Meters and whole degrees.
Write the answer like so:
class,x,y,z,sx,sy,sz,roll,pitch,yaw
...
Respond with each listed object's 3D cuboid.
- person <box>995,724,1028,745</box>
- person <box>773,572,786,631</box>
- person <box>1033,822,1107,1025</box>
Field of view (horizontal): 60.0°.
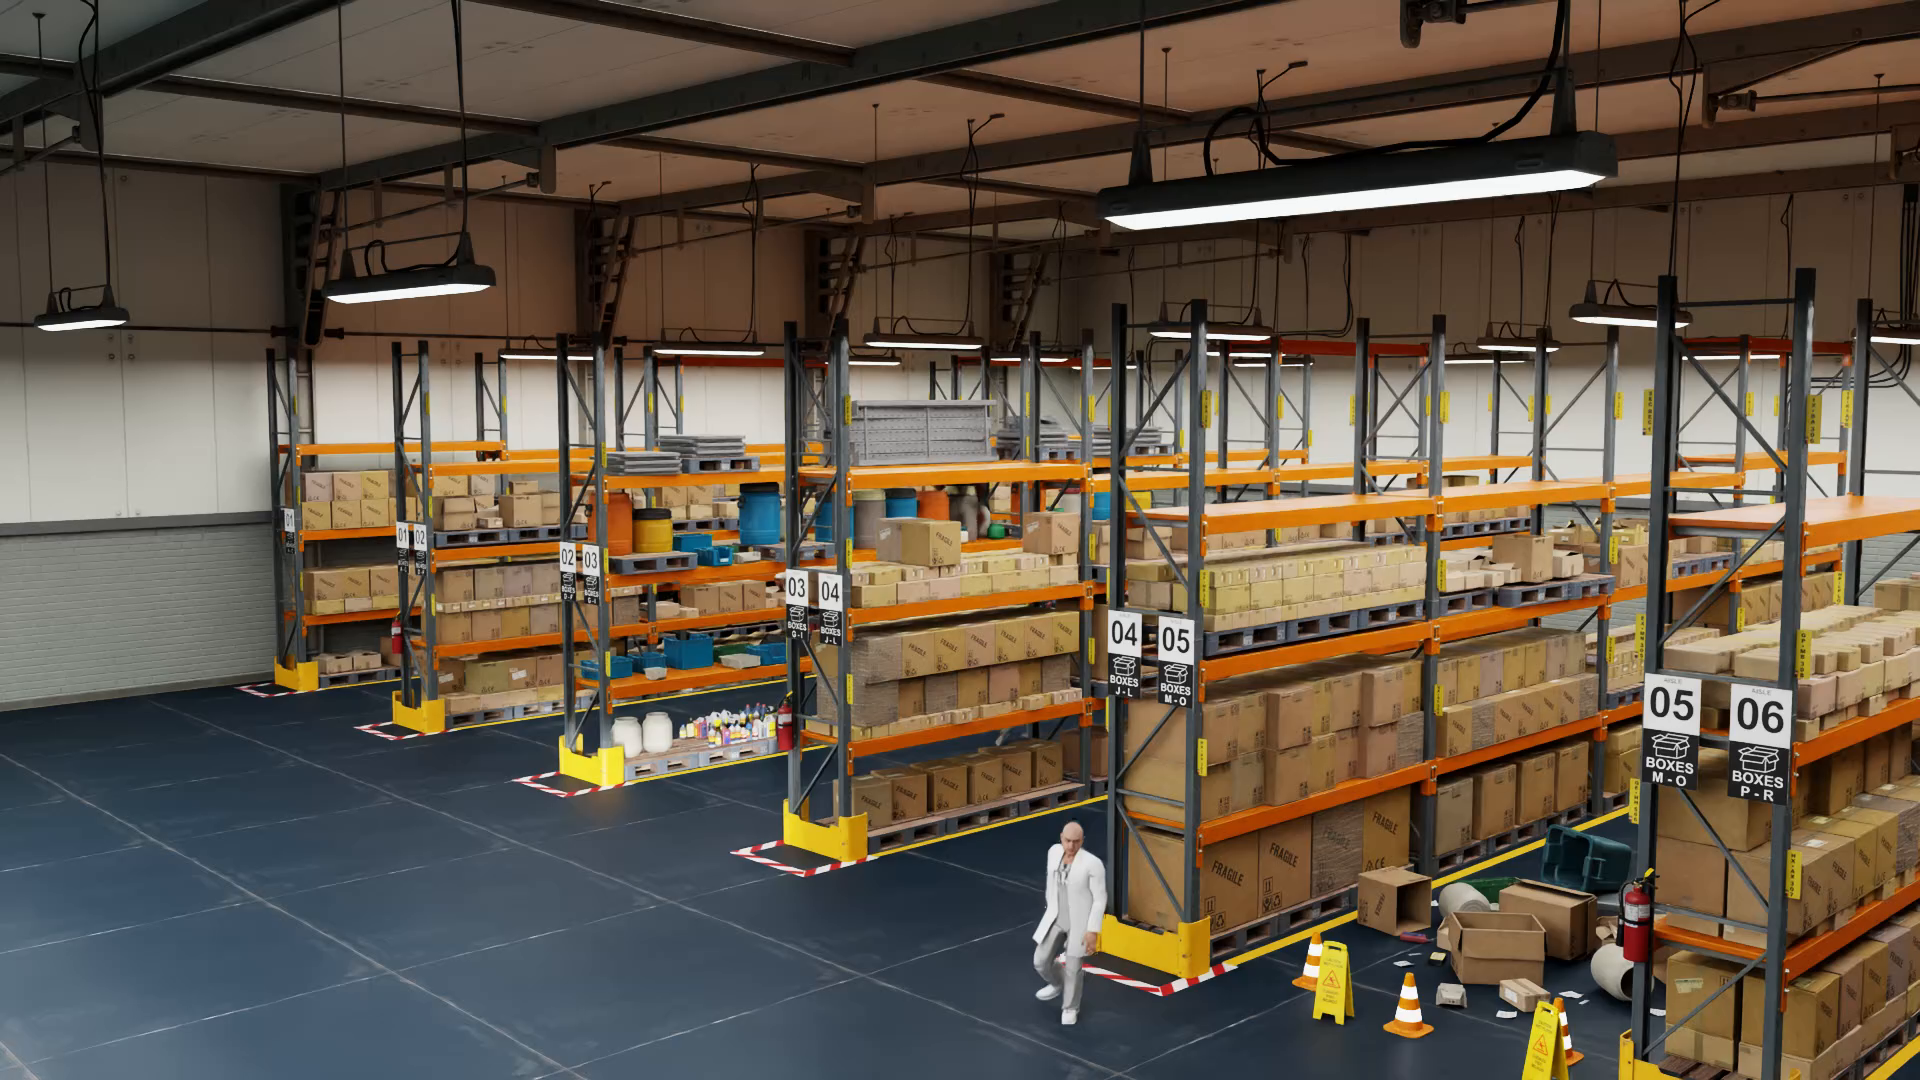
class,x,y,z,sx,sy,sz,roll,pitch,yaw
person,0.840,2.190,24.769,0.744,1.706,0.585,-5,7,-44
person,-3.458,1.473,33.017,0.698,1.679,0.806,3,6,31
person,0.912,3.124,13.679,0.745,1.737,0.607,3,6,30
